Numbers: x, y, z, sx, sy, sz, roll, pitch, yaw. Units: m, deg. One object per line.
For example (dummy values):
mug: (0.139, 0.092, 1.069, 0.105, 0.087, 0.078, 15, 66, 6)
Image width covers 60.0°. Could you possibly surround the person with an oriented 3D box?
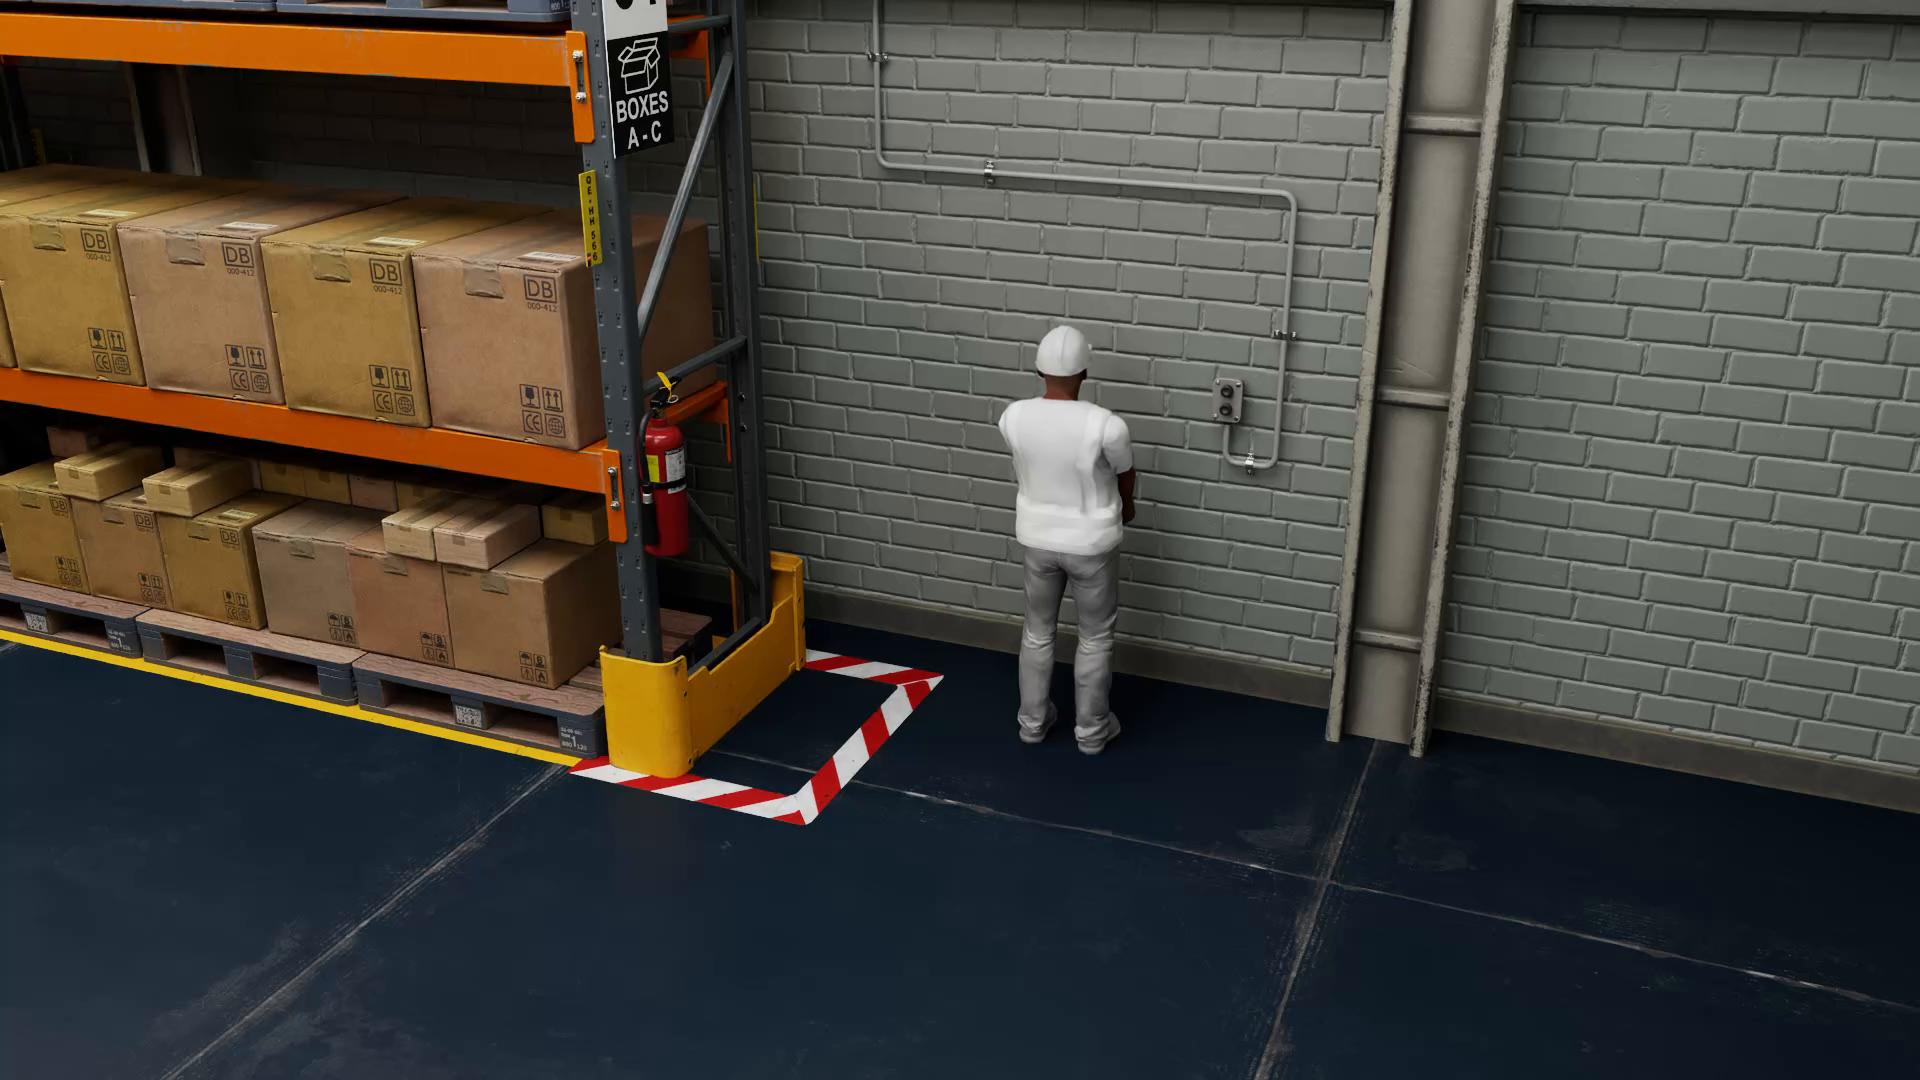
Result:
person: (0.456, -0.031, 6.642, 0.503, 1.760, 0.586, 9, 24, 21)
